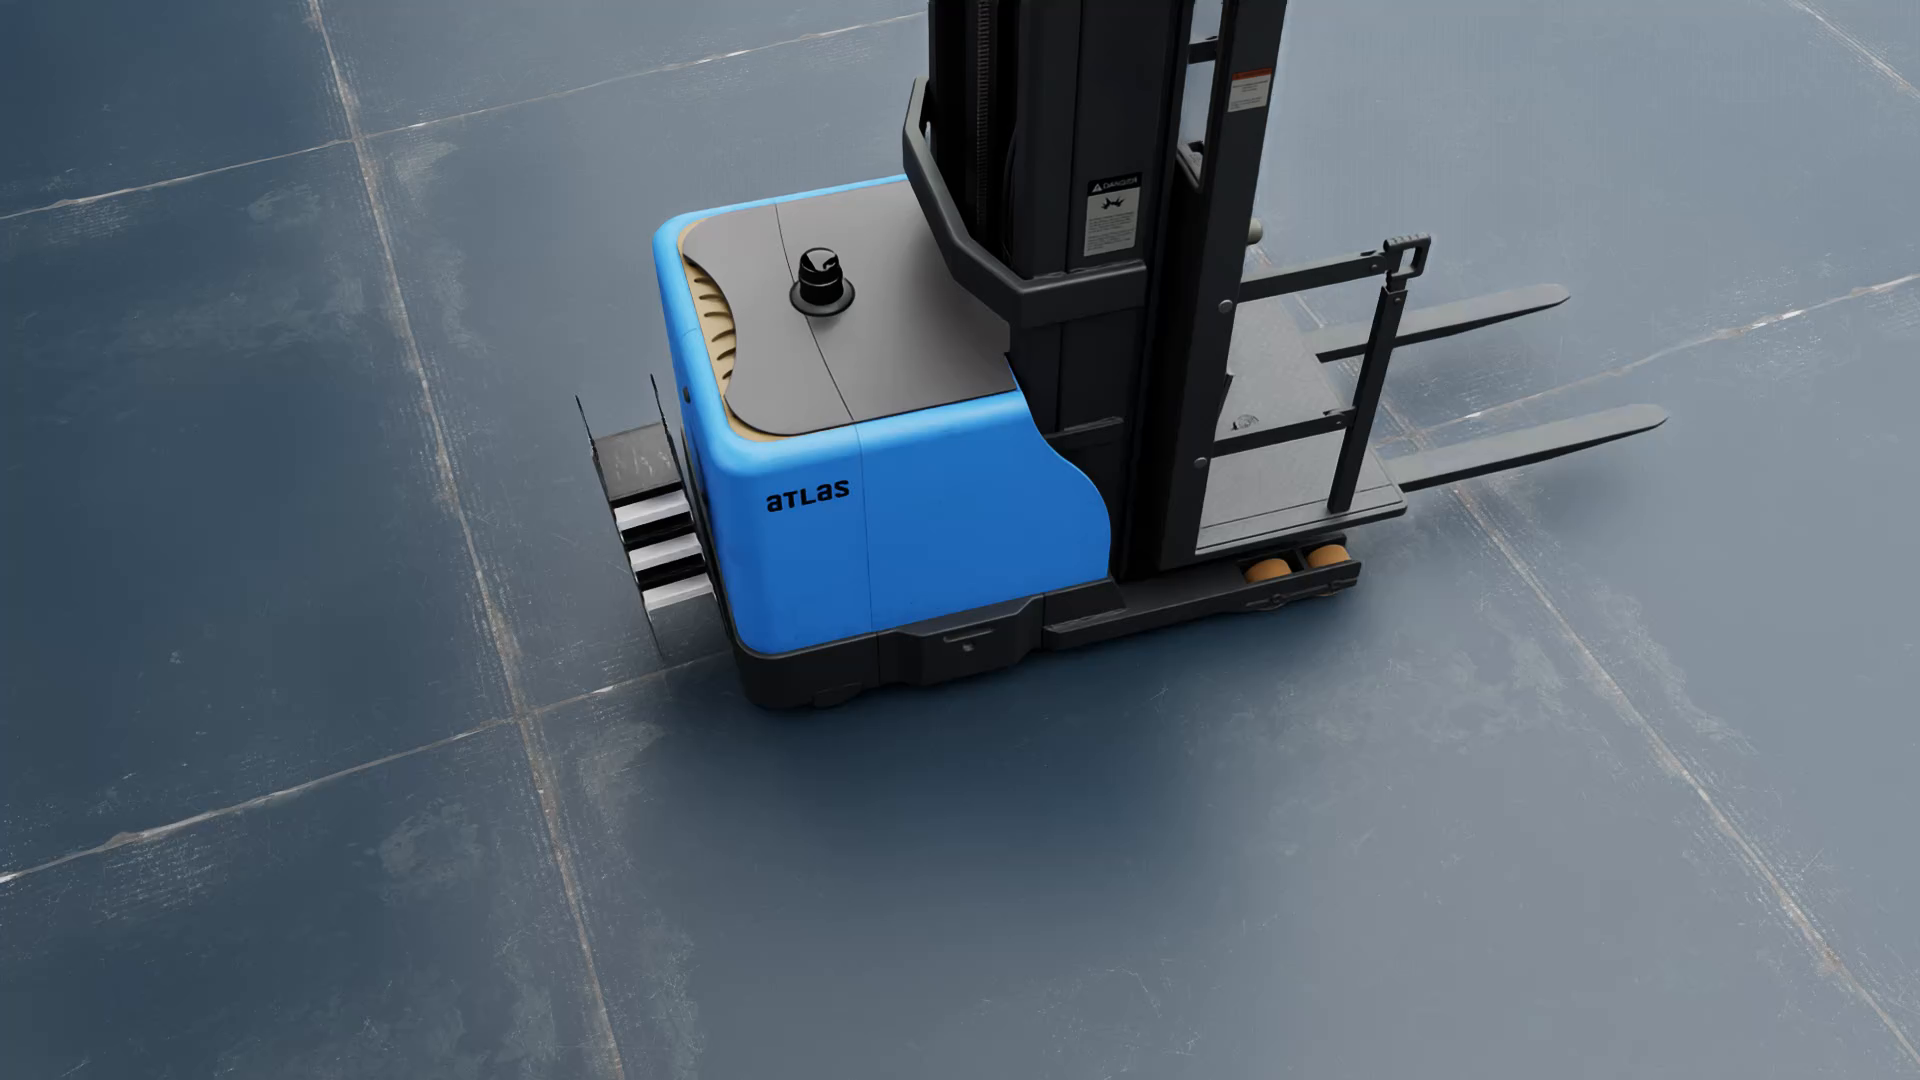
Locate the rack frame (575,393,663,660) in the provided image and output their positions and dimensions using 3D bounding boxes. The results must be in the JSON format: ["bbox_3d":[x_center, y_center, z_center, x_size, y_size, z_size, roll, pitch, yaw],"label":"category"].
[{"bbox_3d":[-0.950,-0.016,4.671,0.006,0.900,0.240,-17,51,-9],"label":"rack frame"}]

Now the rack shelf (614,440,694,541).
[{"bbox_3d":[-0.863,-0.138,4.574,0.200,0.077,0.258,-17,51,-9],"label":"rack shelf"}]

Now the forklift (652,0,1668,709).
[{"bbox_3d":[0.710,-1.114,4.275,3.031,2.935,1.130,-13,51,-11],"label":"forklift"}]

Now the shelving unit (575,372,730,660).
[{"bbox_3d":[-0.854,-0.045,4.687,0.210,0.900,0.258,-17,51,-9],"label":"shelving unit"}]

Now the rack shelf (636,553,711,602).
[{"bbox_3d":[-0.847,0.033,4.782,0.200,0.077,0.258,-17,51,-9],"label":"rack shelf"}]

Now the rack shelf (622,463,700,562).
[{"bbox_3d":[-0.858,-0.081,4.644,0.200,0.077,0.258,-17,51,-9],"label":"rack shelf"}]

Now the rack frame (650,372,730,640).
[{"bbox_3d":[-0.758,-0.074,4.703,0.006,0.900,0.240,-17,51,-9],"label":"rack frame"}]

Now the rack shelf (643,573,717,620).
[{"bbox_3d":[-0.841,0.090,4.852,0.200,0.077,0.258,-17,51,-9],"label":"rack shelf"}]

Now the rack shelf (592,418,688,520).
[{"bbox_3d":[-0.869,-0.195,4.505,0.200,0.077,0.258,-17,51,-9],"label":"rack shelf"}]

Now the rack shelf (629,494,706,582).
[{"bbox_3d":[-0.852,-0.024,4.713,0.200,0.077,0.258,-17,51,-9],"label":"rack shelf"}]
